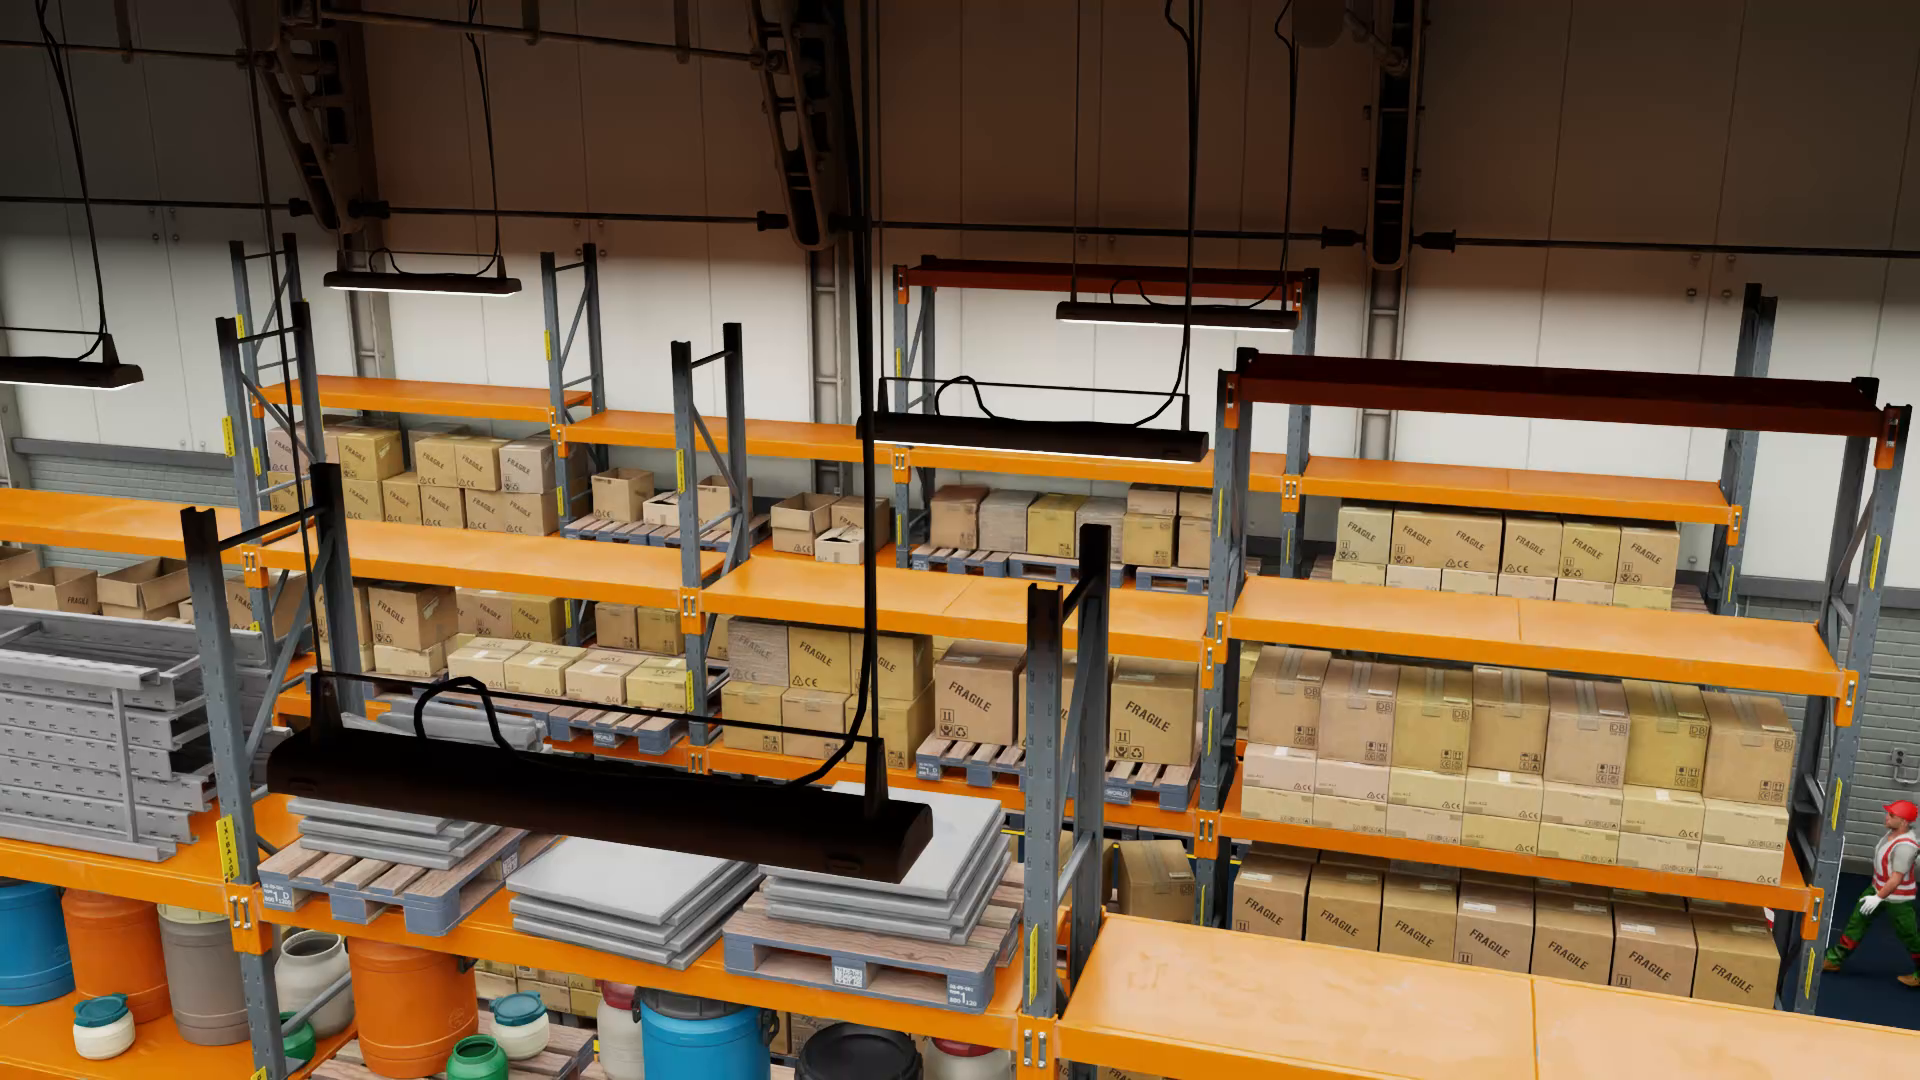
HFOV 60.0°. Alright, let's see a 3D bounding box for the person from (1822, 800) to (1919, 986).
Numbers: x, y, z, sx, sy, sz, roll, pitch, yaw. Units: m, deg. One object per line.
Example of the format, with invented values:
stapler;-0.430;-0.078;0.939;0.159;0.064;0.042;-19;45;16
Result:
person;8.184;3.108;14.746;1.025;1.738;0.577;2;16;7
